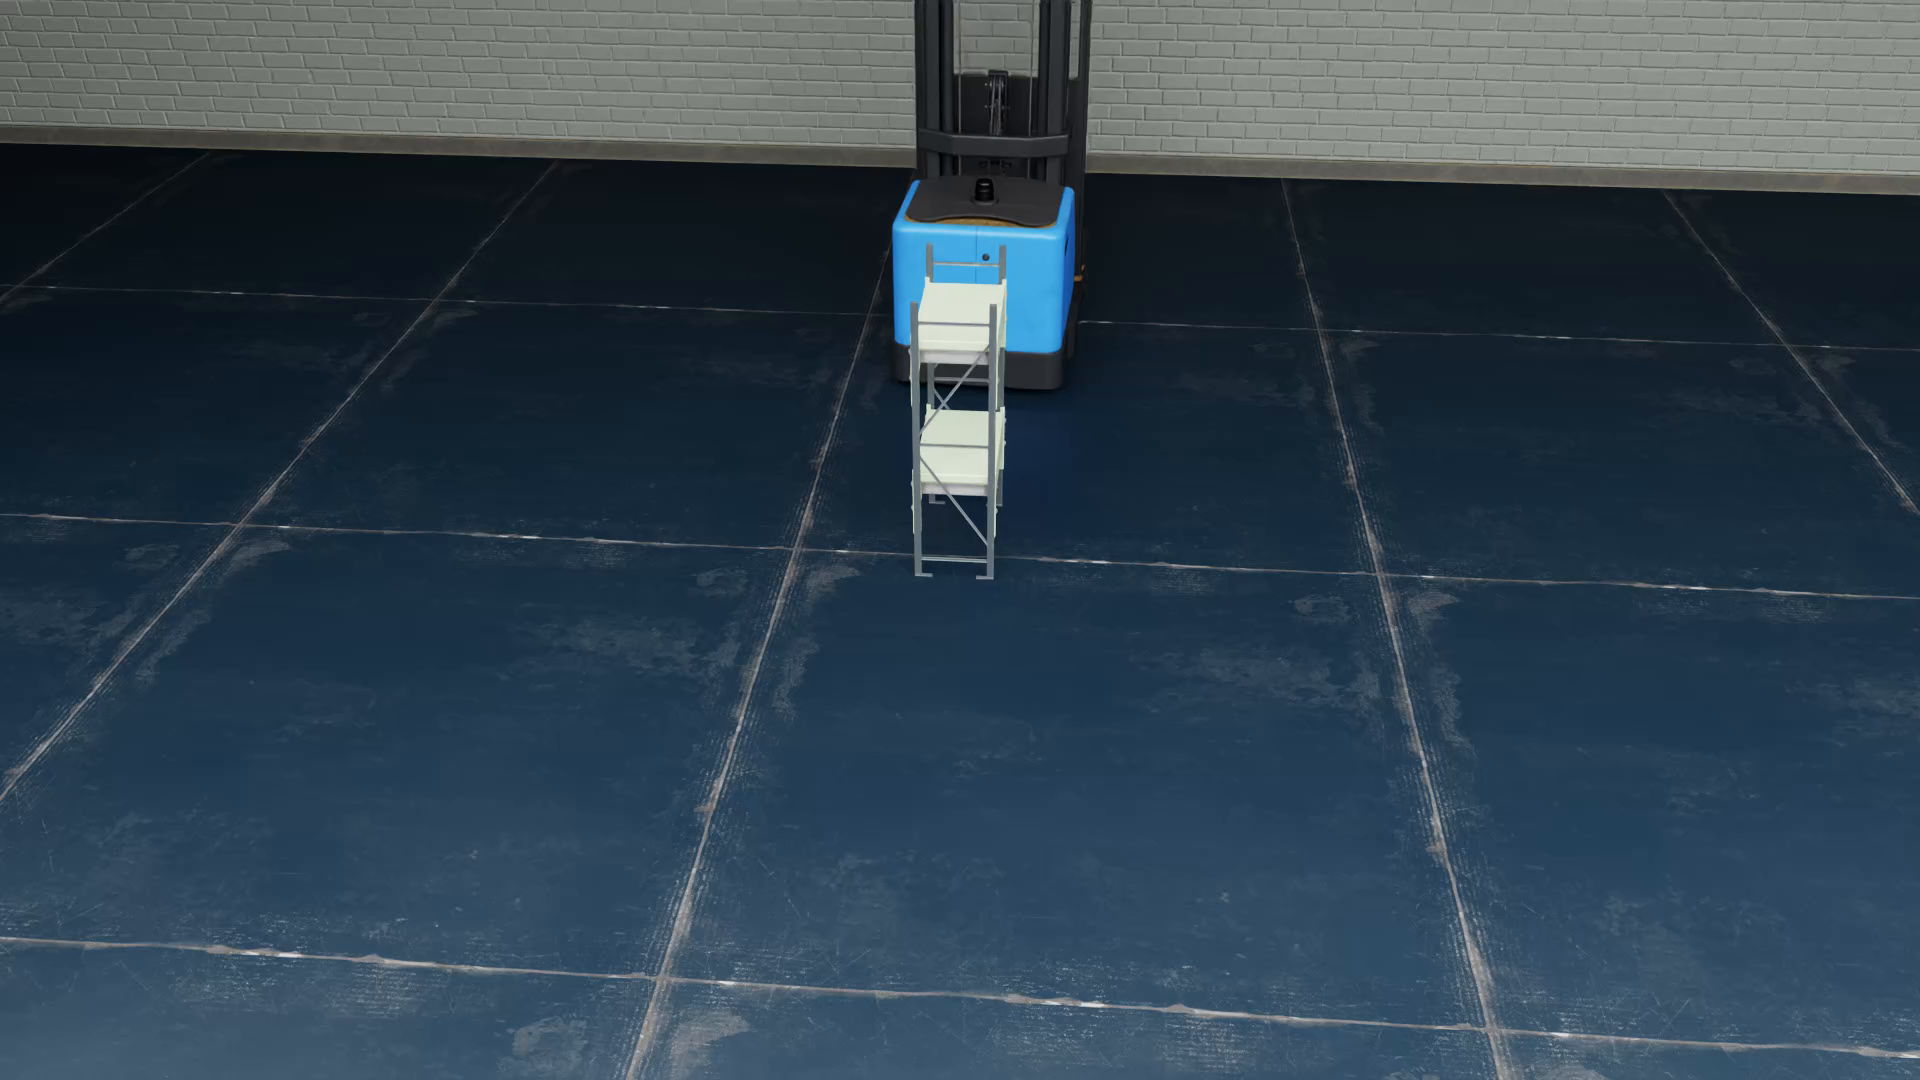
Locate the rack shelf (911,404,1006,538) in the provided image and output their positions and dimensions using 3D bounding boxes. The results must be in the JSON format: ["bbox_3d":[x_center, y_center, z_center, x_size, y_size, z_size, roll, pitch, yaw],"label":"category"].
[{"bbox_3d":[0.001,-0.364,8.533,0.431,0.370,0.720,2,32,4],"label":"rack shelf"}]

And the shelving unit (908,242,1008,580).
[{"bbox_3d":[0.001,-0.642,8.362,0.431,1.500,0.755,2,32,4],"label":"shelving unit"}]

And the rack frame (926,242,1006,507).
[{"bbox_3d":[0.030,-0.833,8.673,0.400,1.500,0.023,2,32,4],"label":"rack frame"}]

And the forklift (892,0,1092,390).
[{"bbox_3d":[0.296,-2.913,10.684,1.130,2.935,3.031,4,32,7],"label":"forklift"}]

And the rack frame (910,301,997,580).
[{"bbox_3d":[-0.029,-0.451,8.052,0.400,1.500,0.023,2,32,4],"label":"rack frame"}]

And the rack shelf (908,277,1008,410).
[{"bbox_3d":[0.001,-0.974,8.157,0.431,0.370,0.720,2,32,4],"label":"rack shelf"}]
